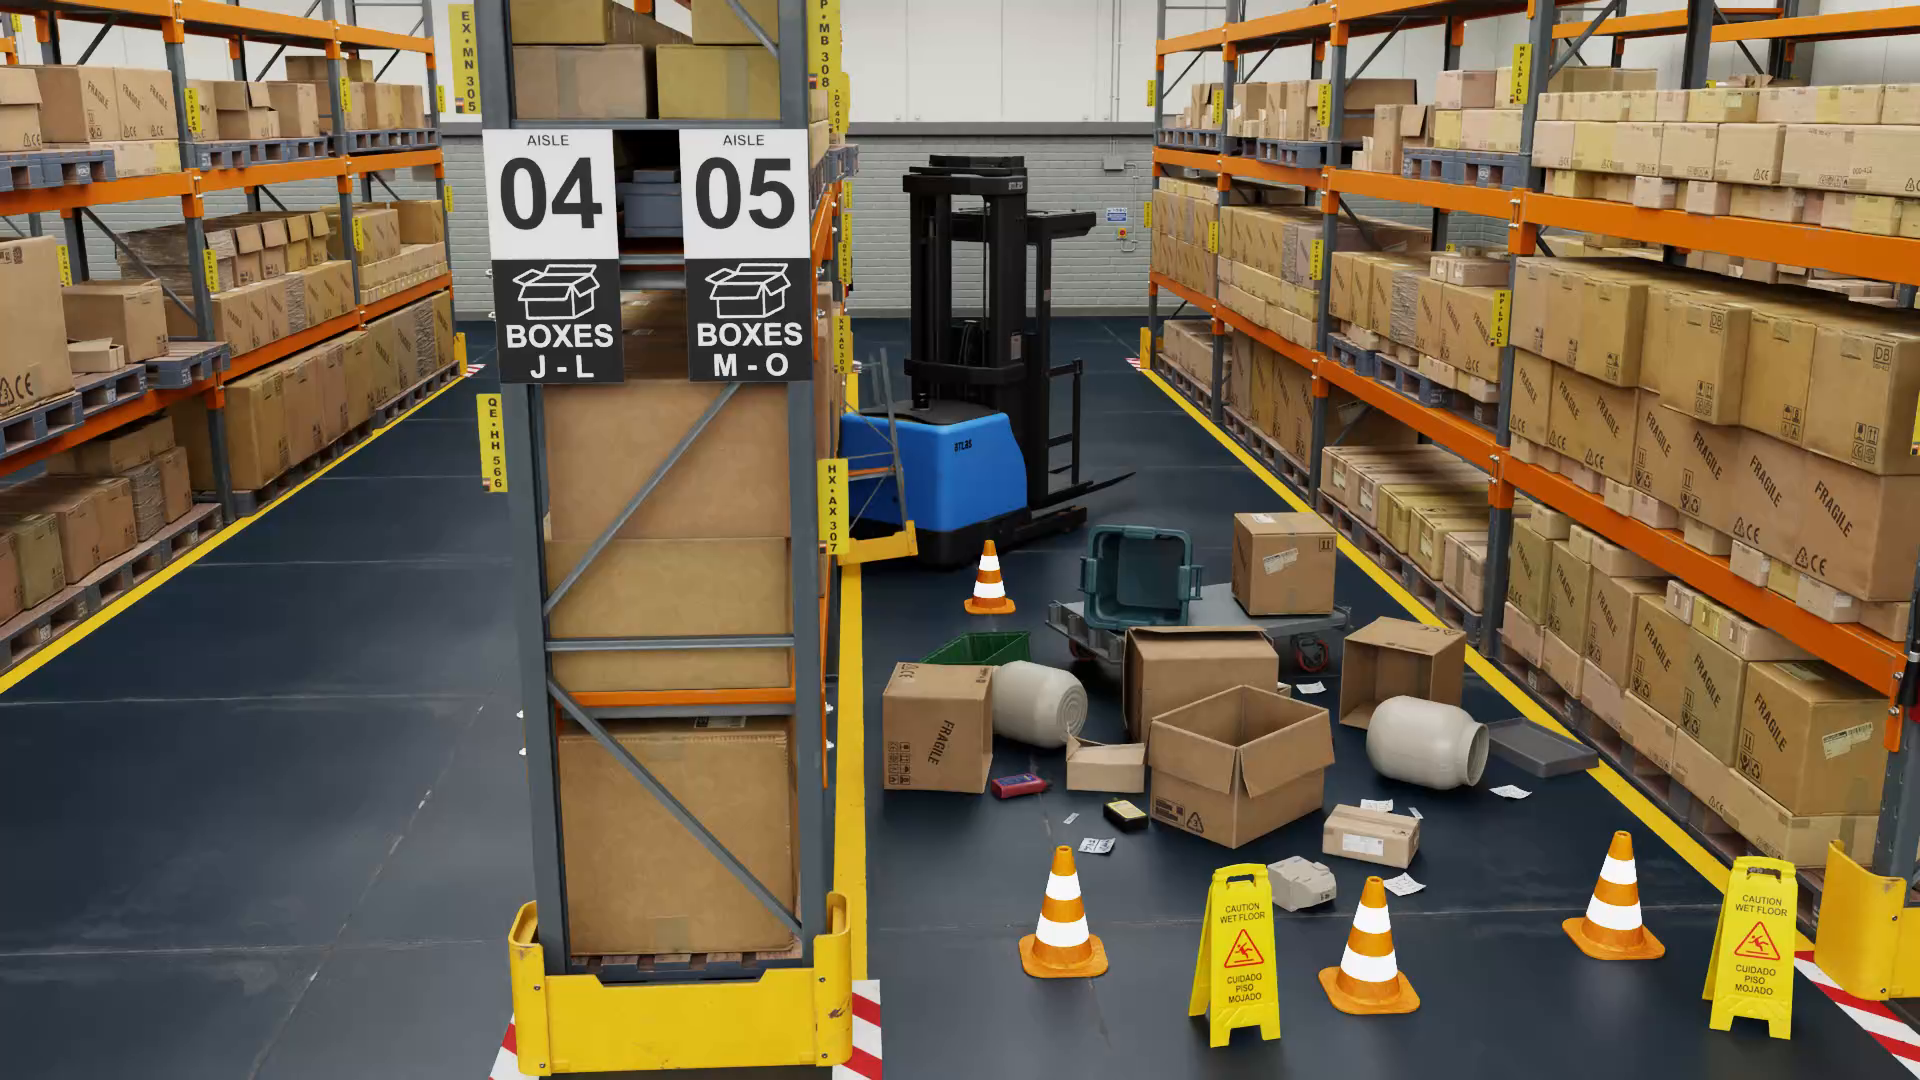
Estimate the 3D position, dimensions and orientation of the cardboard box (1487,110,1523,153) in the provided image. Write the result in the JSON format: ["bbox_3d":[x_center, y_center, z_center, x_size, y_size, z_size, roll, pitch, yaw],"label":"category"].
[{"bbox_3d":[3.530,-2.469,10.039,0.500,0.250,0.500,-1,14,-5],"label":"cardboard box"}]

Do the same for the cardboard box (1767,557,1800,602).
[{"bbox_3d":[3.601,0.159,6.892,0.380,0.149,0.250,-1,14,-4],"label":"cardboard box"}]

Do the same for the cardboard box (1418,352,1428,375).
[{"bbox_3d":[3.354,-1.201,11.338,0.380,0.149,0.250,-1,14,-3],"label":"cardboard box"}]

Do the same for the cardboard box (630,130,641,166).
[{"bbox_3d":[-1.366,-1.433,6.015,0.380,0.149,0.250,-1,14,-3],"label":"cardboard box"}]

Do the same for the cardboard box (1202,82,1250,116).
[{"bbox_3d":[3.099,-4.821,18.474,0.797,0.503,0.637,0,14,1],"label":"cardboard box"}]

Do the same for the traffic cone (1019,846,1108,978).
[{"bbox_3d":[0.409,1.429,6.544,0.336,0.463,0.334,-1,14,-3],"label":"traffic cone"}]

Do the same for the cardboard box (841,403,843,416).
[{"bbox_3d":[-1.295,-0.933,14.807,0.500,0.500,0.500,-1,14,-3],"label":"cardboard box"}]

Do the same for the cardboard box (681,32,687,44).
[{"bbox_3d":[-1.492,-2.324,7.881,0.380,0.149,0.250,-1,14,-4],"label":"cardboard box"}]

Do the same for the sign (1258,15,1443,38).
[{"bbox_3d":[-3.617,-4.760,14.516,14.778,0.525,3.839,-1,14,-3],"label":"sign"}]

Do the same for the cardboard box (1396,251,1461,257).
[{"bbox_3d":[3.768,-2.024,13.233,0.500,0.500,0.500,-1,14,-5],"label":"cardboard box"}]

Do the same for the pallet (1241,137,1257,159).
[{"bbox_3d":[3.321,-3.864,16.391,0.805,0.209,1.217,-1,15,-6],"label":"pallet"}]

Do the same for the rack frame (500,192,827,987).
[{"bbox_3d":[-0.976,0.354,5.630,1.000,3.000,0.127,-1,14,-3],"label":"rack frame"}]

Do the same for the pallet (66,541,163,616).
[{"bbox_3d":[-6.309,0.264,11.578,1.003,0.211,1.213,-1,14,-3],"label":"pallet"}]

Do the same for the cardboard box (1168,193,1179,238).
[{"bbox_3d":[2.791,-3.879,19.876,0.500,0.500,0.500,-1,14,-4],"label":"cardboard box"}]

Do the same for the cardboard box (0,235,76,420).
[{"bbox_3d":[-6.134,-1.102,9.663,1.134,1.210,1.638,-1,14,-3],"label":"cardboard box"}]

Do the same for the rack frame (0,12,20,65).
[{"bbox_3d":[-11.867,-6.402,19.851,1.000,3.000,0.127,-1,14,-3],"label":"rack frame"}]

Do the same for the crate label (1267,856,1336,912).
[{"bbox_3d":[1.447,1.459,7.080,0.250,0.136,0.298,-9,17,-32],"label":"crate label"}]

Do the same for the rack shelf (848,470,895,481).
[{"bbox_3d":[-0.733,-0.492,12.420,0.416,0.036,0.922,-8,5,-7],"label":"rack shelf"}]

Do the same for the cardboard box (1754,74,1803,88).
[{"bbox_3d":[8.306,-4.597,16.884,0.396,0.266,0.258,-1,14,-3],"label":"cardboard box"}]

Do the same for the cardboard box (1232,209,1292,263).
[{"bbox_3d":[3.014,-3.024,16.554,0.500,0.500,0.500,-1,14,-4],"label":"cardboard box"}]

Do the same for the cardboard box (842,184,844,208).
[{"bbox_3d":[-1.582,-3.805,18.991,0.500,0.500,0.500,-1,14,-5],"label":"cardboard box"}]

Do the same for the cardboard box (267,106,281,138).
[{"bbox_3d":[-6.698,-3.917,15.548,0.500,0.311,0.500,-1,14,-5],"label":"cardboard box"}]

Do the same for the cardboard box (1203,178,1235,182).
[{"bbox_3d":[3.229,-4.424,20.693,0.380,0.149,0.250,-1,14,-2],"label":"cardboard box"}]

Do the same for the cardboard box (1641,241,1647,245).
[{"bbox_3d":[8.271,-3.514,20.367,0.500,0.250,0.500,0,14,-2],"label":"cardboard box"}]

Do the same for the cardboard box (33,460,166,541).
[{"bbox_3d":[-6.320,-0.282,12.238,0.700,0.500,0.500,-2,15,-8],"label":"cardboard box"}]

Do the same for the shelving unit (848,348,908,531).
[{"bbox_3d":[-0.747,-0.632,12.376,0.500,1.500,0.985,-8,5,-7],"label":"shelving unit"}]

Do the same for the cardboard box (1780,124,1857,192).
[{"bbox_3d":[3.641,-1.520,6.598,0.500,0.250,0.500,-1,14,-4],"label":"cardboard box"}]

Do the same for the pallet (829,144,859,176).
[{"bbox_3d":[-1.379,-2.837,12.393,1.213,0.211,1.003,0,14,-1],"label":"pallet"}]

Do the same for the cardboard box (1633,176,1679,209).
[{"bbox_3d":[3.477,-1.670,7.981,0.380,0.149,0.250,-1,14,-5],"label":"cardboard box"}]

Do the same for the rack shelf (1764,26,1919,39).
[{"bbox_3d":[8.293,-4.770,15.360,0.919,0.124,3.809,-1,14,-3],"label":"rack shelf"}]

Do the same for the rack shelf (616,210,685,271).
[{"bbox_3d":[-1.100,-1.377,7.246,0.919,0.052,3.809,-1,14,-3],"label":"rack shelf"}]

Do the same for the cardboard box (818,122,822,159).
[{"bbox_3d":[-0.740,-1.570,6.549,0.380,0.149,0.250,-1,14,-3],"label":"cardboard box"}]

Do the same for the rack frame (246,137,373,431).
[{"bbox_3d":[-6.676,-2.579,17.029,1.000,3.000,0.127,-1,14,-3],"label":"rack frame"}]

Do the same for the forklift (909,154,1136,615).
[{"bbox_3d":[0.534,-1.407,12.613,2.033,2.935,3.733,10,18,35],"label":"forklift"}]

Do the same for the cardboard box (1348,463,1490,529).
[{"bbox_3d":[3.542,-0.344,12.773,0.950,0.372,0.625,-1,14,-5],"label":"cardboard box"}]

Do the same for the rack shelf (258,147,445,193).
[{"bbox_3d":[-6.800,-4.180,18.678,1.077,0.370,4.000,-1,14,-3],"label":"rack shelf"}]

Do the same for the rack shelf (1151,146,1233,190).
[{"bbox_3d":[3.091,-4.333,19.273,1.077,0.370,4.000,-1,14,-3],"label":"rack shelf"}]

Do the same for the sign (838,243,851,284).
[{"bbox_3d":[-0.918,-2.205,13.255,0.100,0.325,0.005,-1,14,-3],"label":"sign"}]

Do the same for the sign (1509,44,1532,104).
[{"bbox_3d":[3.157,-2.626,9.367,0.100,0.325,0.005,-1,14,-3],"label":"sign"}]

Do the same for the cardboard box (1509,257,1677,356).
[{"bbox_3d":[3.521,-1.306,9.279,0.700,0.500,0.500,-1,14,-4],"label":"cardboard box"}]

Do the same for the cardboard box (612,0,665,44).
[{"bbox_3d":[-1.390,-1.914,6.287,0.388,0.149,1.526,-1,14,-3],"label":"cardboard box"}]

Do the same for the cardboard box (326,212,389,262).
[{"bbox_3d":[-6.473,-3.259,17.872,0.500,0.500,0.500,-1,14,-3],"label":"cardboard box"}]

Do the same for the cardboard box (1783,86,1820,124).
[{"bbox_3d":[3.659,-1.797,6.874,0.380,0.149,0.250,-1,14,-3],"label":"cardboard box"}]

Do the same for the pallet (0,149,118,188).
[{"bbox_3d":[-6.180,-2.364,10.551,1.213,0.211,1.003,-1,14,-3],"label":"pallet"}]

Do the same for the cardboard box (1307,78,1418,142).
[{"bbox_3d":[3.289,-3.534,13.674,0.797,0.503,0.637,-2,15,-7],"label":"cardboard box"}]

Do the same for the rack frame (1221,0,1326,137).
[{"bbox_3d":[3.215,-5.637,16.876,1.000,3.000,0.127,-1,14,-3],"label":"rack frame"}]

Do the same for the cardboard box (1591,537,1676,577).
[{"bbox_3d":[3.479,0.086,8.539,0.380,0.149,0.250,0,14,0],"label":"cardboard box"}]

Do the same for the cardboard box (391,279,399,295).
[{"bbox_3d":[-6.430,-2.796,18.376,0.380,0.149,0.250,-1,14,-4],"label":"cardboard box"}]

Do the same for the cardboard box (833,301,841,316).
[{"bbox_3d":[-1.176,-1.576,12.931,0.500,0.500,0.500,-1,14,-3],"label":"cardboard box"}]

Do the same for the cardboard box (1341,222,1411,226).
[{"bbox_3d":[3.636,-2.519,14.591,0.500,0.500,0.500,-1,14,-3],"label":"cardboard box"}]
